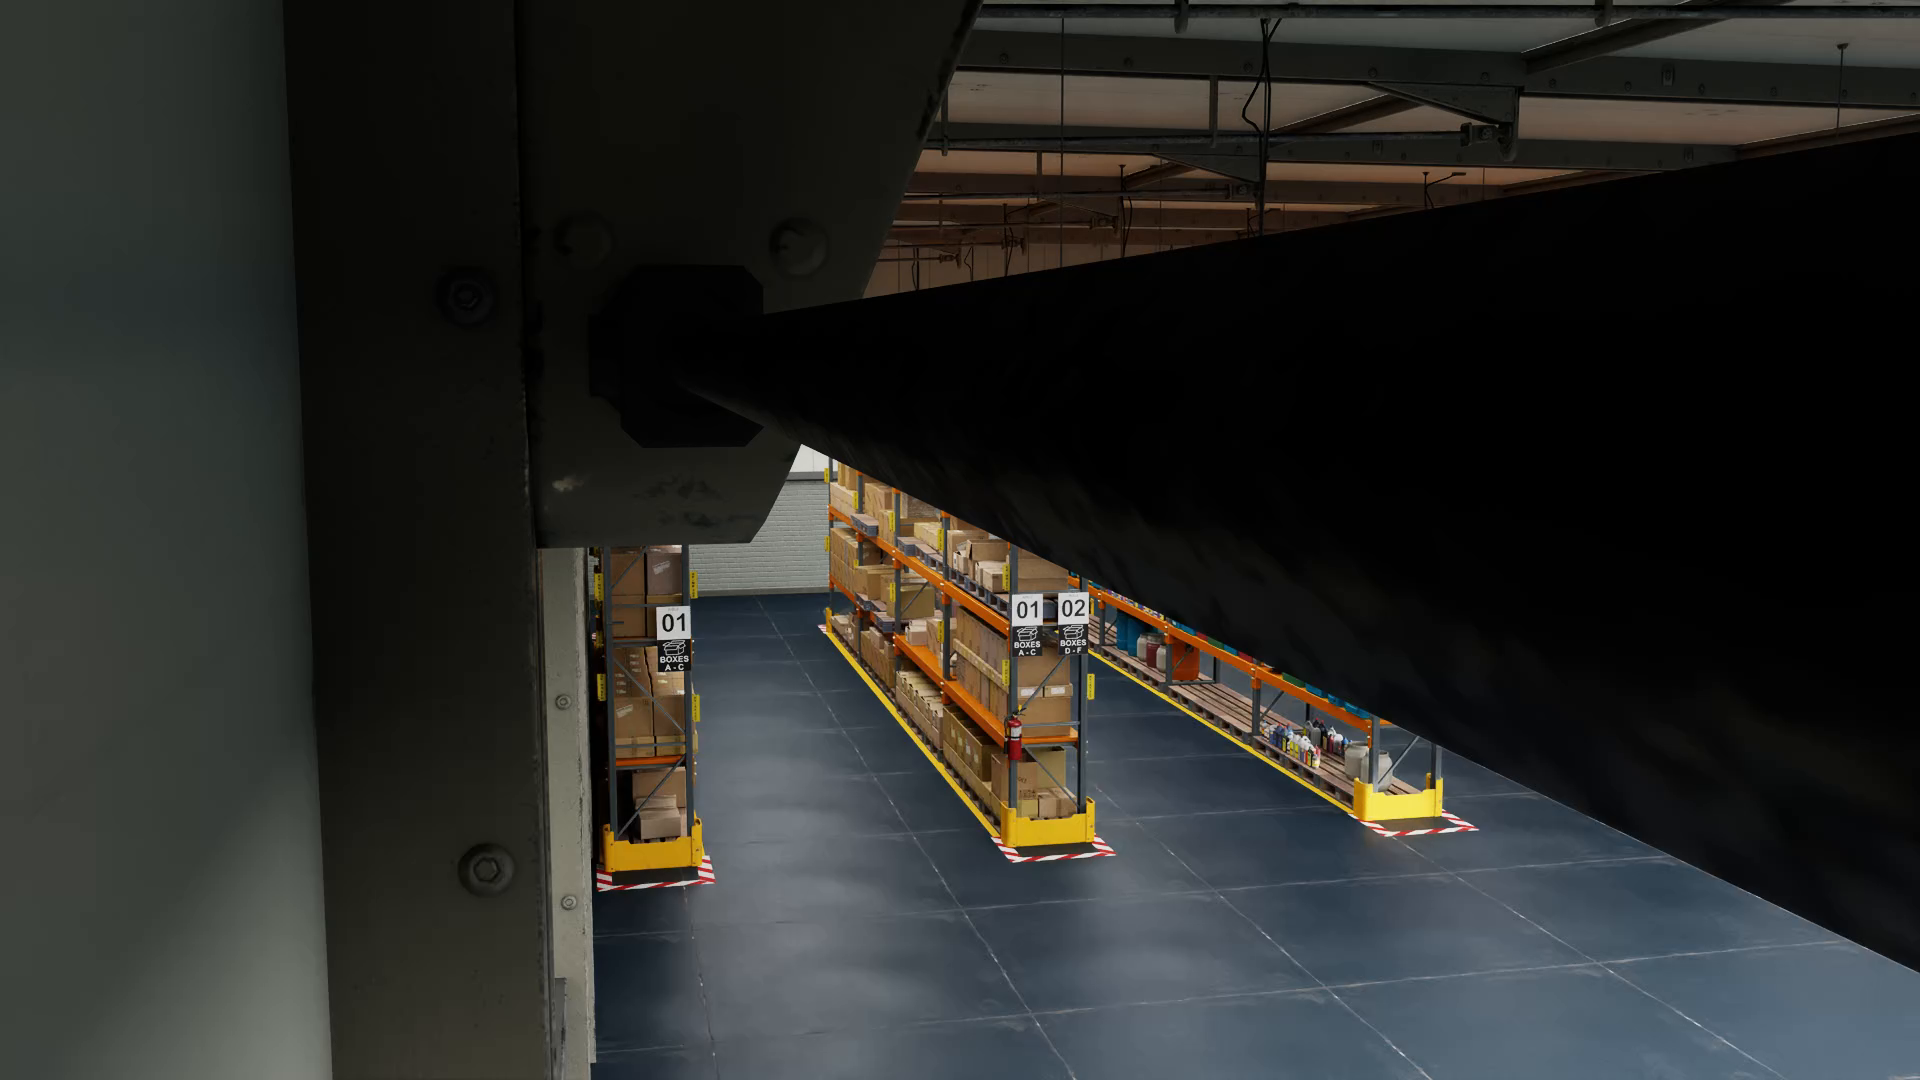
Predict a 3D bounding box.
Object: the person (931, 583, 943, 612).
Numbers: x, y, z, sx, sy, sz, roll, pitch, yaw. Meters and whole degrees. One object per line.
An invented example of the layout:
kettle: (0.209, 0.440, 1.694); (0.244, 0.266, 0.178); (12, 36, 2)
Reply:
person: (-0.421, 1.259, 36.343); (0.555, 1.542, 0.572); (-4, 8, -30)

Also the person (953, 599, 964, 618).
person: (0.005, 1.322, 35.272); (0.542, 1.714, 0.802); (-4, 8, -28)
